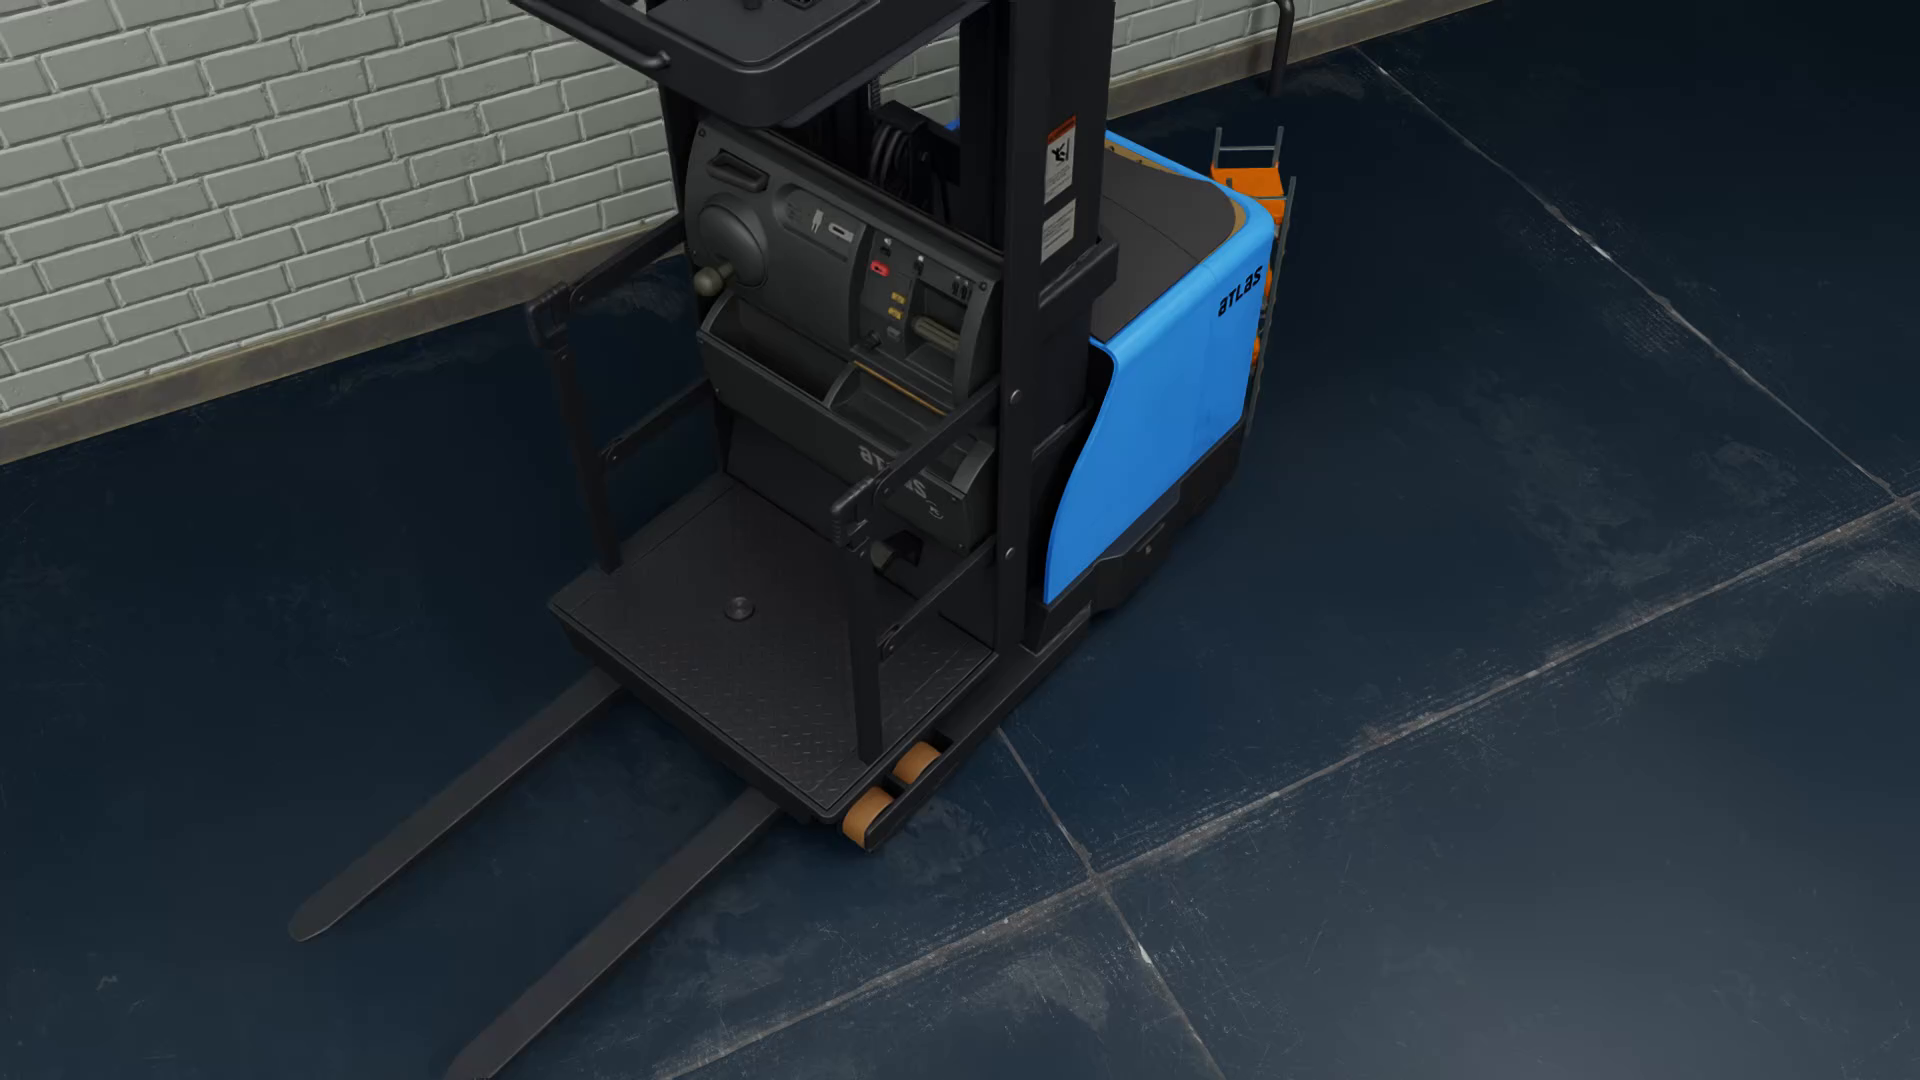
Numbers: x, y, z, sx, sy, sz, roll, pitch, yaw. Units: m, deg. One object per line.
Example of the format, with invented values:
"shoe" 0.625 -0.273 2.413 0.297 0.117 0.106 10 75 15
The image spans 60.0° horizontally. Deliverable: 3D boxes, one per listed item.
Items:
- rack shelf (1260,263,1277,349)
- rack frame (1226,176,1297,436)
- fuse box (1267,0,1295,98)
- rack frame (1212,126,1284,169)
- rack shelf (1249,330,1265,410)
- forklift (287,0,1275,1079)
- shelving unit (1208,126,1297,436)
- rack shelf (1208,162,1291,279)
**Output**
"rack shelf" 0.863 -0.777 5.246 0.215 0.259 0.240 -1 49 -1
"rack frame" 0.865 -0.692 5.158 0.200 1.050 0.008 -1 49 -1
"fuse box" 1.333 -2.395 6.208 0.539 1.711 0.414 -21 52 -18
"rack frame" 0.860 -0.876 5.318 0.200 1.050 0.008 -1 49 -1
"rack shelf" 0.863 -0.594 5.455 0.215 0.259 0.240 -1 49 -1
"forklift" -0.437 -0.564 3.796 1.130 2.935 3.031 32 56 25
"shelving unit" 0.863 -0.784 5.238 0.215 1.050 0.252 -1 49 -1
"rack shelf" 0.862 -0.964 5.032 0.215 0.259 0.240 -1 49 -1
